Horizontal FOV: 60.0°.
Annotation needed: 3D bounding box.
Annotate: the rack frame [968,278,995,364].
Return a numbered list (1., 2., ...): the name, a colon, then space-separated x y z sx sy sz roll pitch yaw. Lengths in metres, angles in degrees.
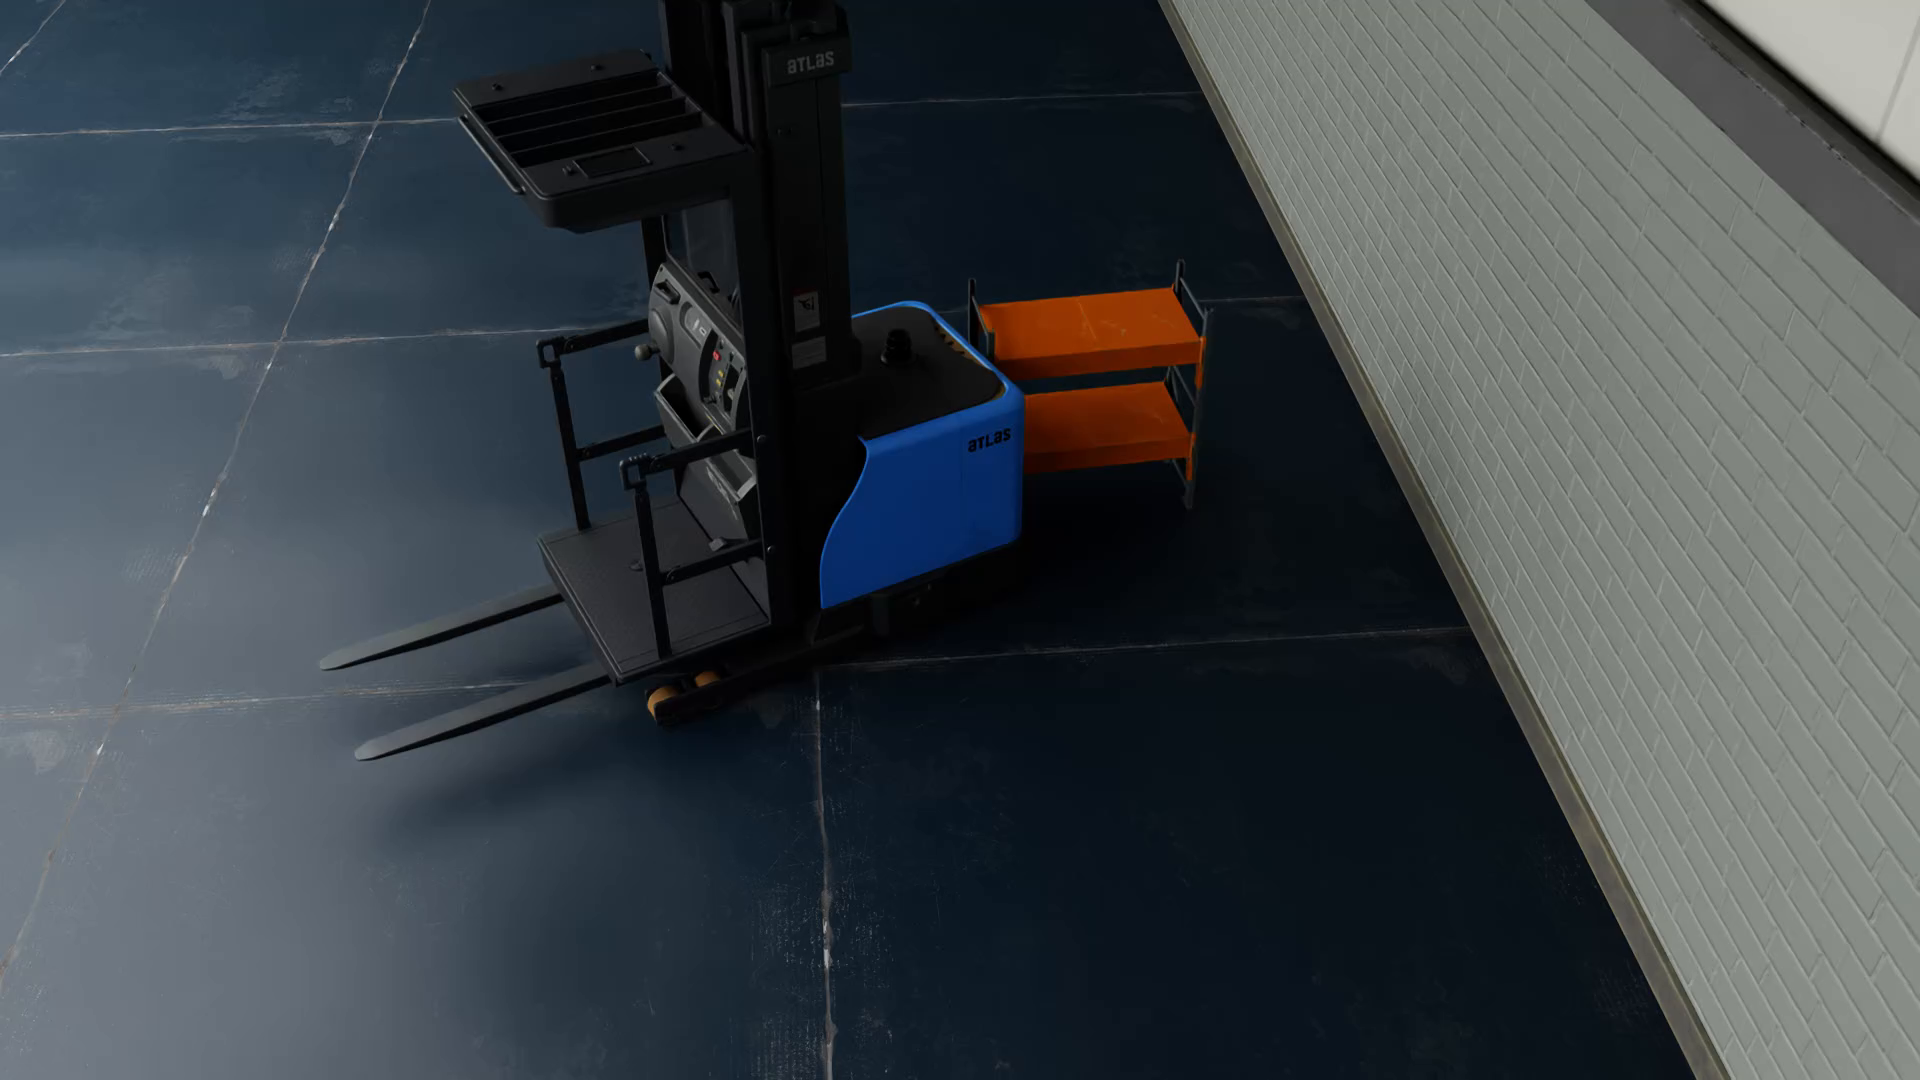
1. rack frame: 0.098 -0.637 7.971 0.032 1.125 0.500 -6 39 -8

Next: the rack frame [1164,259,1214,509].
1. rack frame: 1.099 -0.750 8.114 0.032 1.125 0.500 -6 39 -8

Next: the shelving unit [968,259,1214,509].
1. shelving unit: 0.598 -0.694 8.043 1.048 1.125 0.538 -6 39 -8

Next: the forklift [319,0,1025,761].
1. forklift: -1.241 -0.741 6.645 3.031 2.935 1.130 -19 42 -23

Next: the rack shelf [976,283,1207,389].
1. rack shelf: 0.598 -0.923 7.862 1.000 0.278 0.538 -6 39 -8

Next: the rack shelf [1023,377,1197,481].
1. rack shelf: 0.598 -0.502 8.194 1.000 0.278 0.538 -6 39 -8
